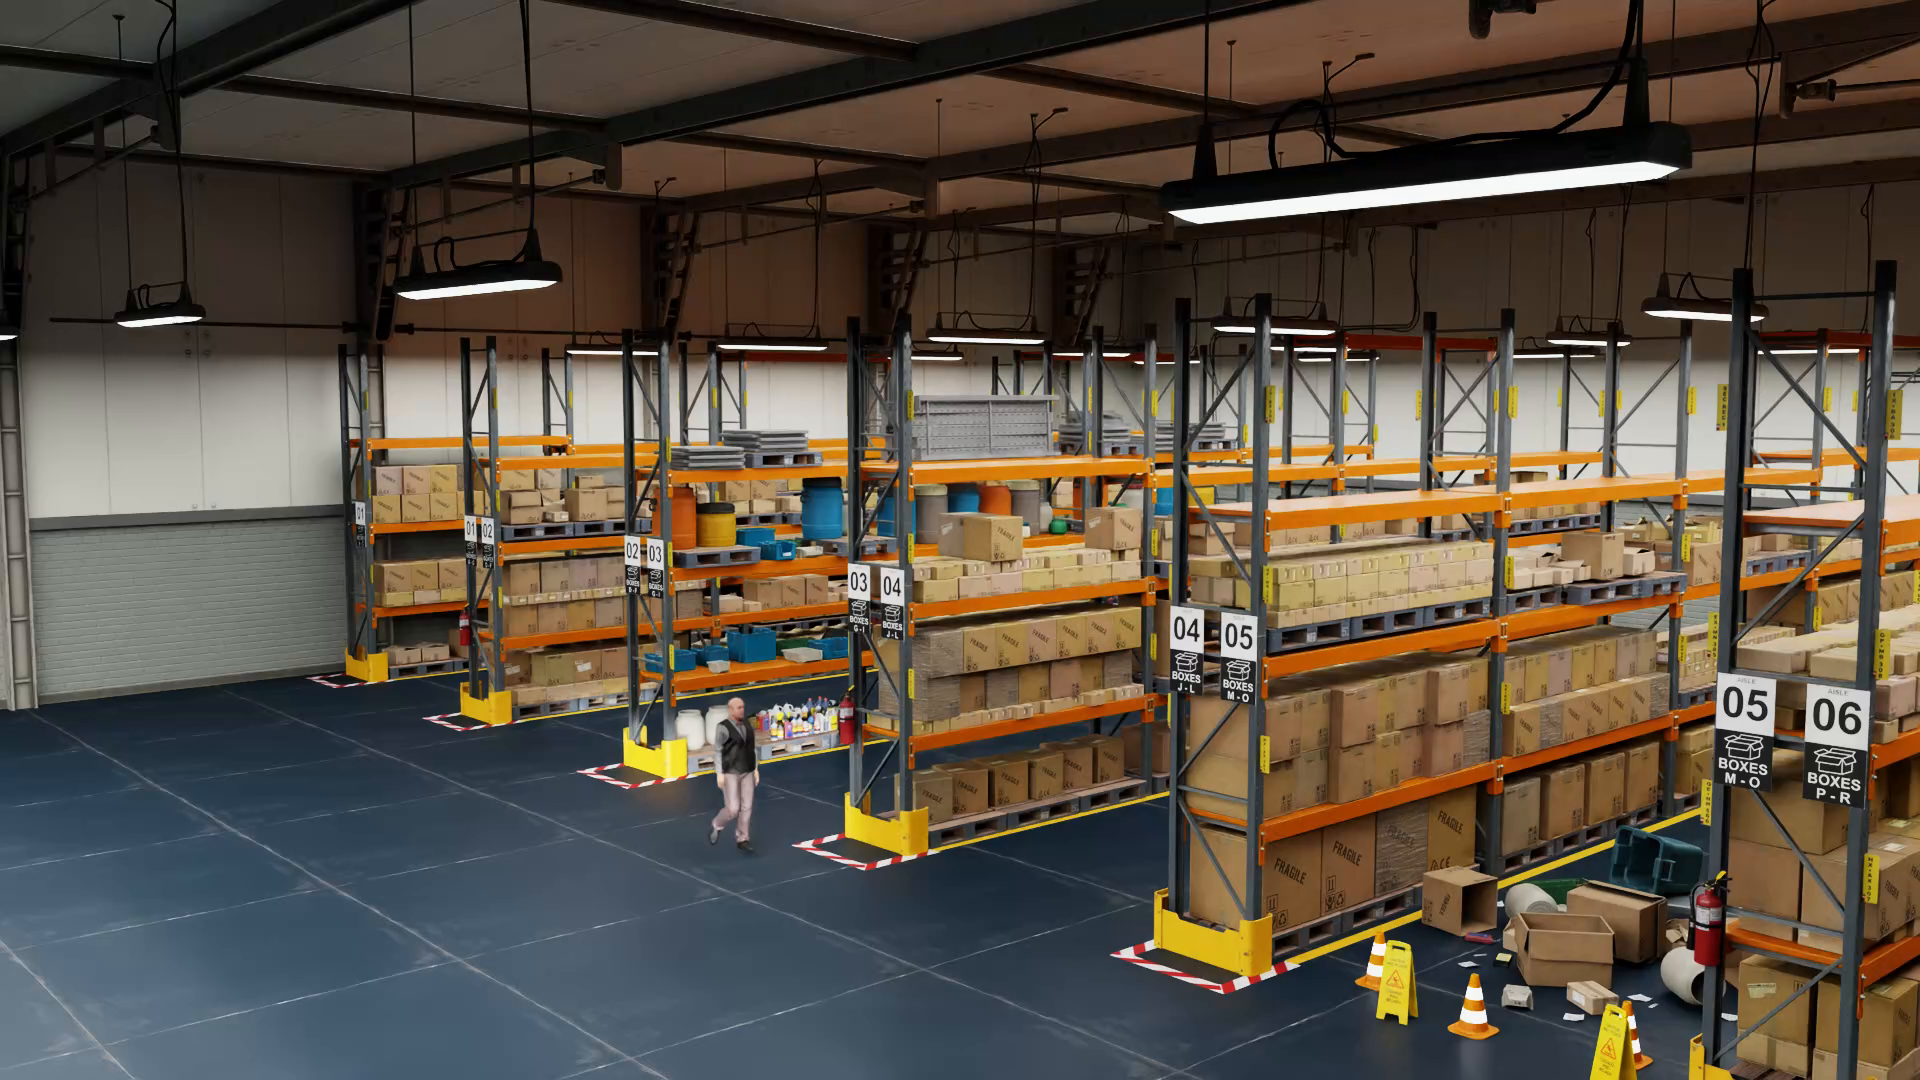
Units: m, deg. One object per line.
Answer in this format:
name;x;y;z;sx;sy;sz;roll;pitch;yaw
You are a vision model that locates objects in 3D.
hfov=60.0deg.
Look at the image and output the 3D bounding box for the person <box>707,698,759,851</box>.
person;-2.527;2.620;18.673;0.553;1.713;0.552;5;7;45
